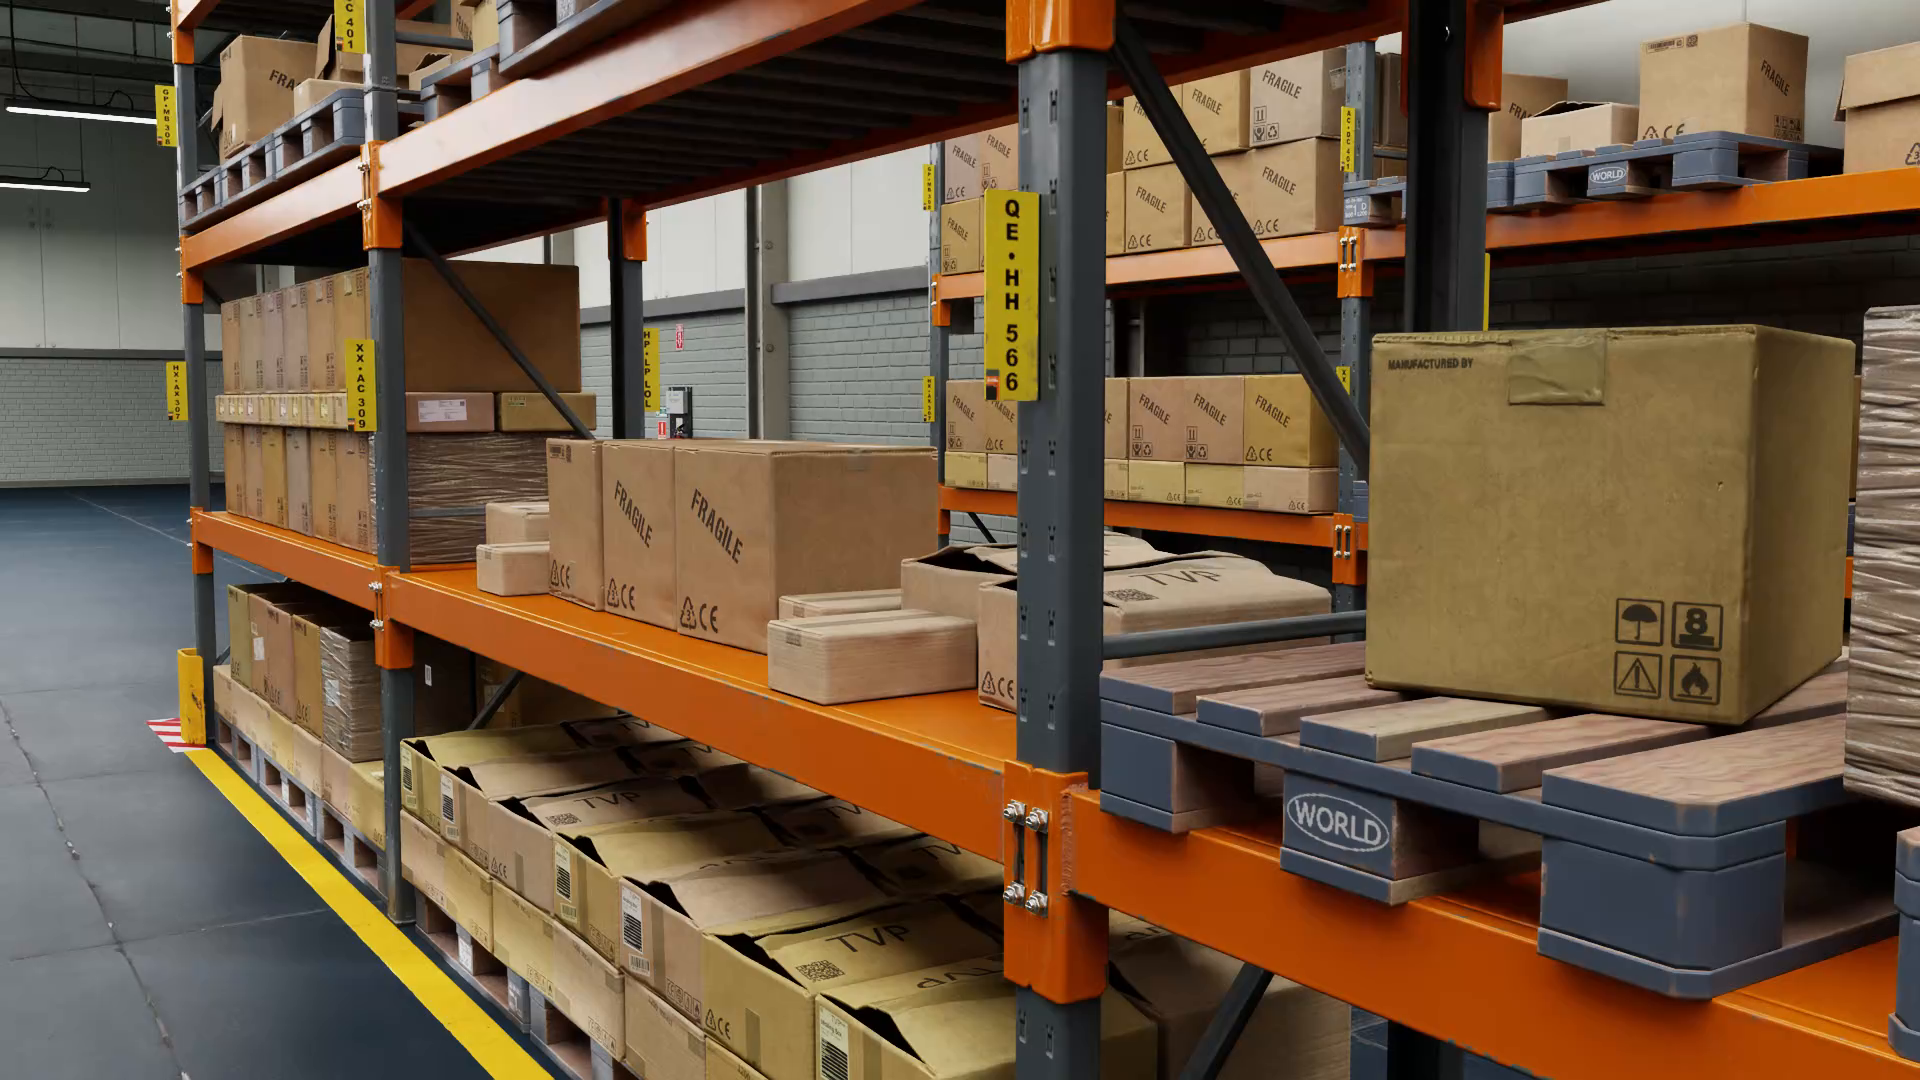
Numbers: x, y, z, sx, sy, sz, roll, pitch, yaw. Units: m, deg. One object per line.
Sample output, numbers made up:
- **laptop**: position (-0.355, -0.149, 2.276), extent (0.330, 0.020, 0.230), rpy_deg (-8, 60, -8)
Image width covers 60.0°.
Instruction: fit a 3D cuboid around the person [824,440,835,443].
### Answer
- **person**: position (-0.856, 0.161, 11.358), extent (0.489, 1.653, 0.579), rpy_deg (-4, 6, -41)
